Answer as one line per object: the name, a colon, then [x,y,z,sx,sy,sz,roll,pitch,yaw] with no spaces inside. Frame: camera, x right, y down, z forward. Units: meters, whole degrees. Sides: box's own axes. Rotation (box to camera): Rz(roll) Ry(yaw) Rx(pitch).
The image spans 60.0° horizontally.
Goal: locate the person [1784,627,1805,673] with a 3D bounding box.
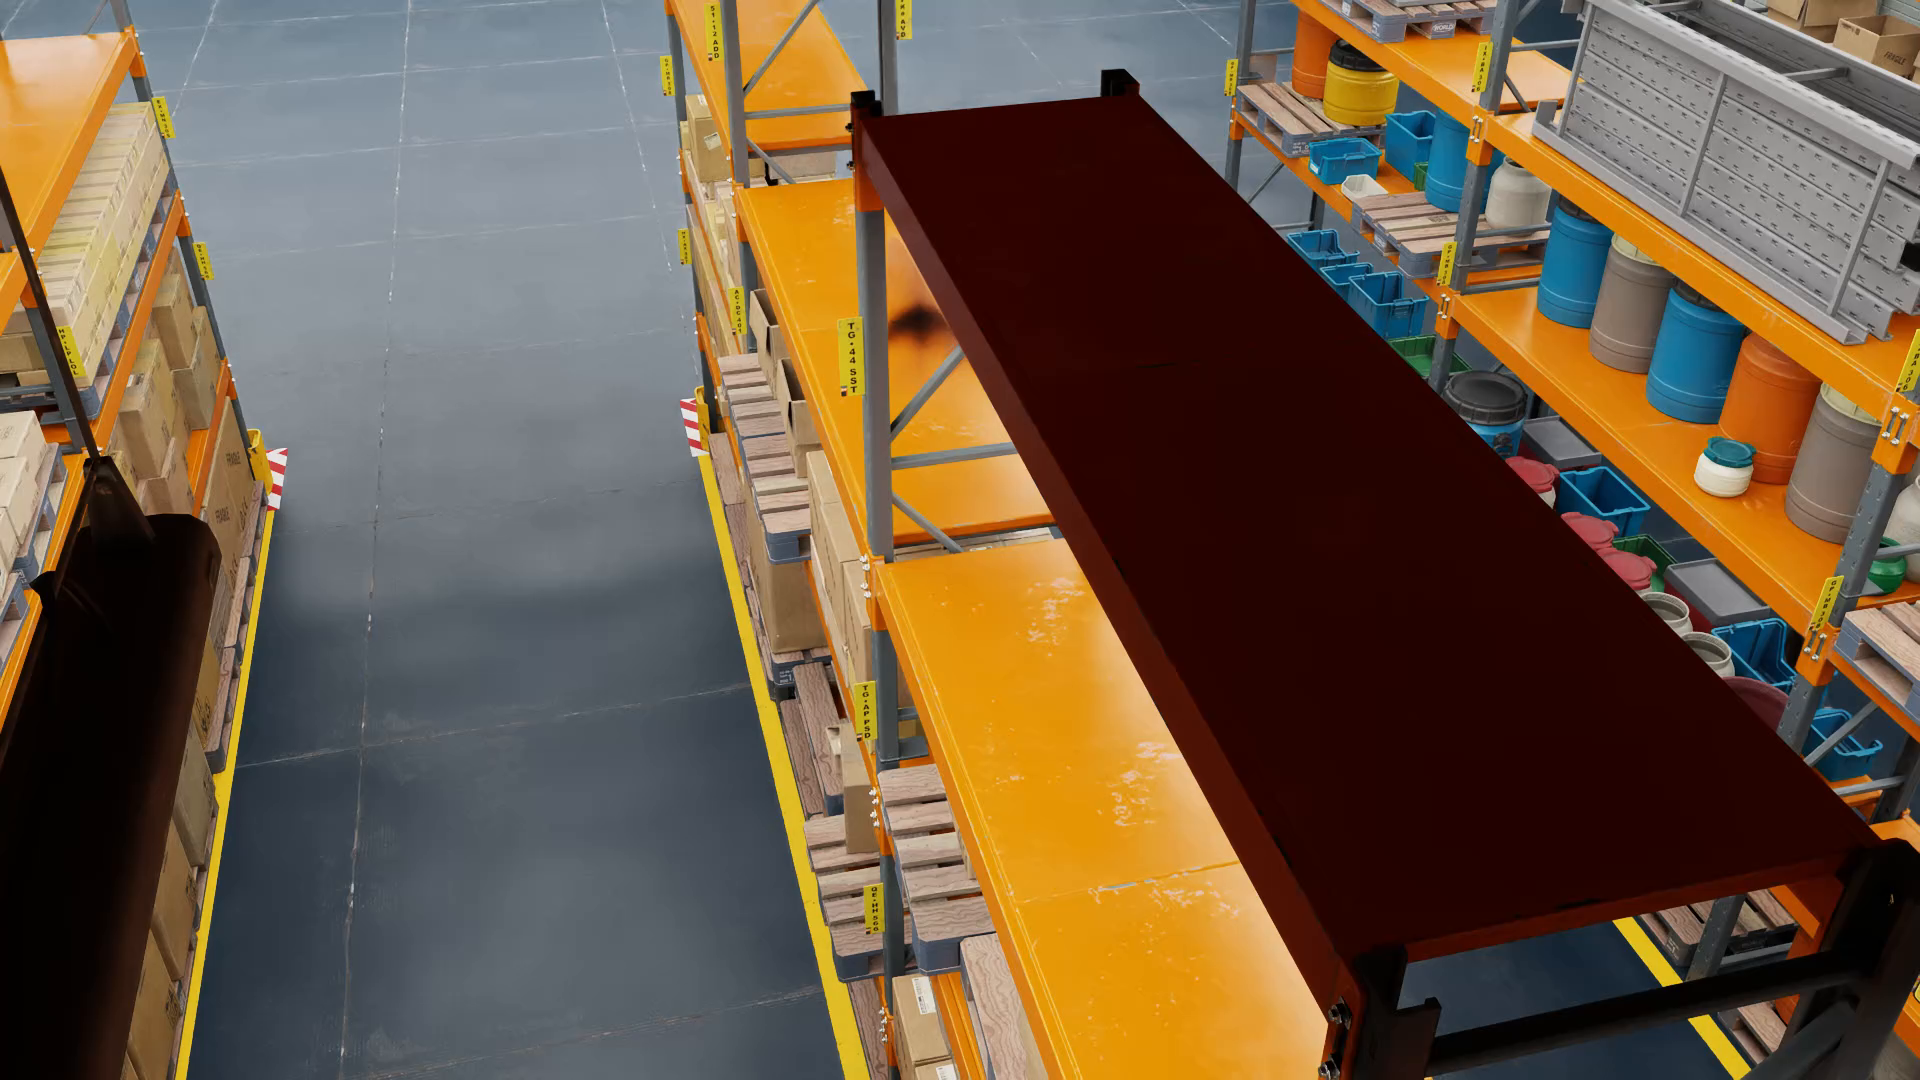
person: [6.000,0.624,11.732,0.542,1.619,0.618,-13,37,-18]
